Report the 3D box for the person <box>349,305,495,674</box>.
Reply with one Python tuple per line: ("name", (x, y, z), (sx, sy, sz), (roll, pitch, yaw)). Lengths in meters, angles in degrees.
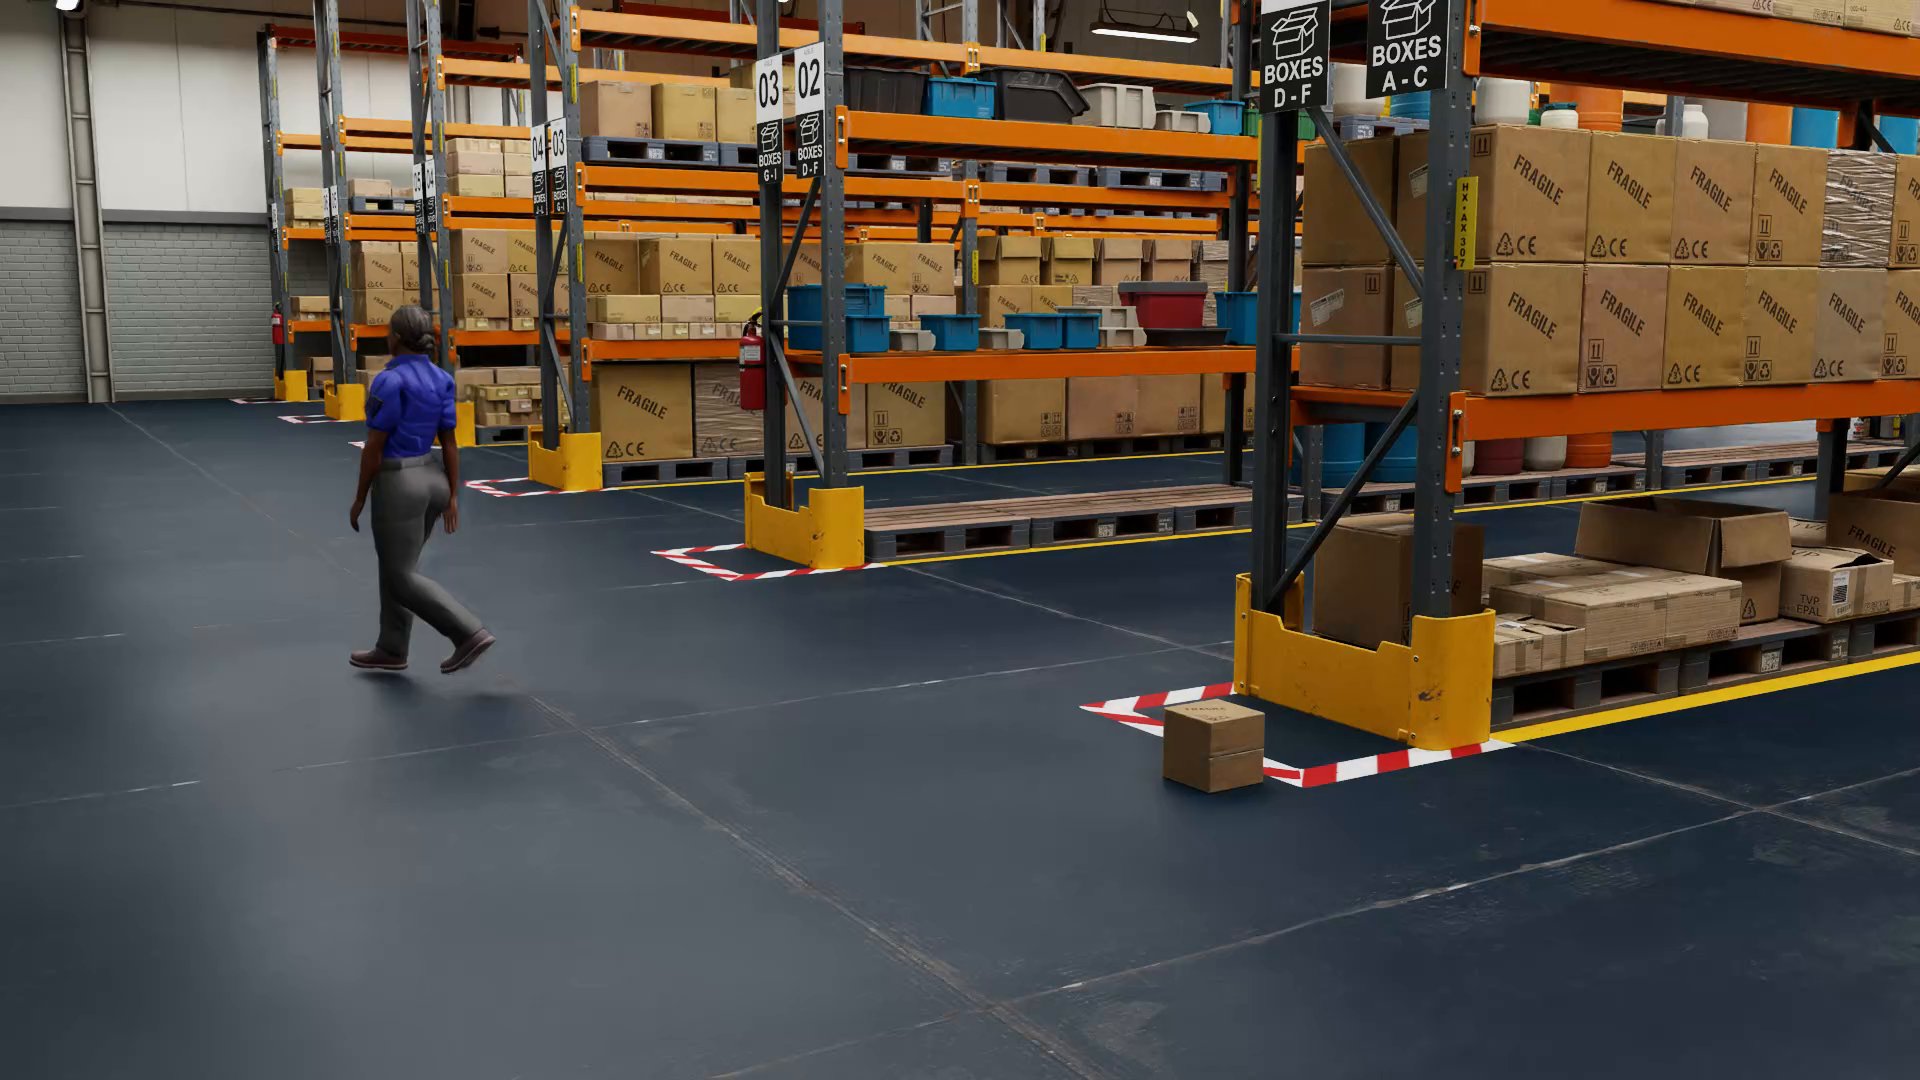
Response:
("person", (-2.369, -0.202, 7.194), (0.886, 1.616, 0.443), (3, 9, 20))
